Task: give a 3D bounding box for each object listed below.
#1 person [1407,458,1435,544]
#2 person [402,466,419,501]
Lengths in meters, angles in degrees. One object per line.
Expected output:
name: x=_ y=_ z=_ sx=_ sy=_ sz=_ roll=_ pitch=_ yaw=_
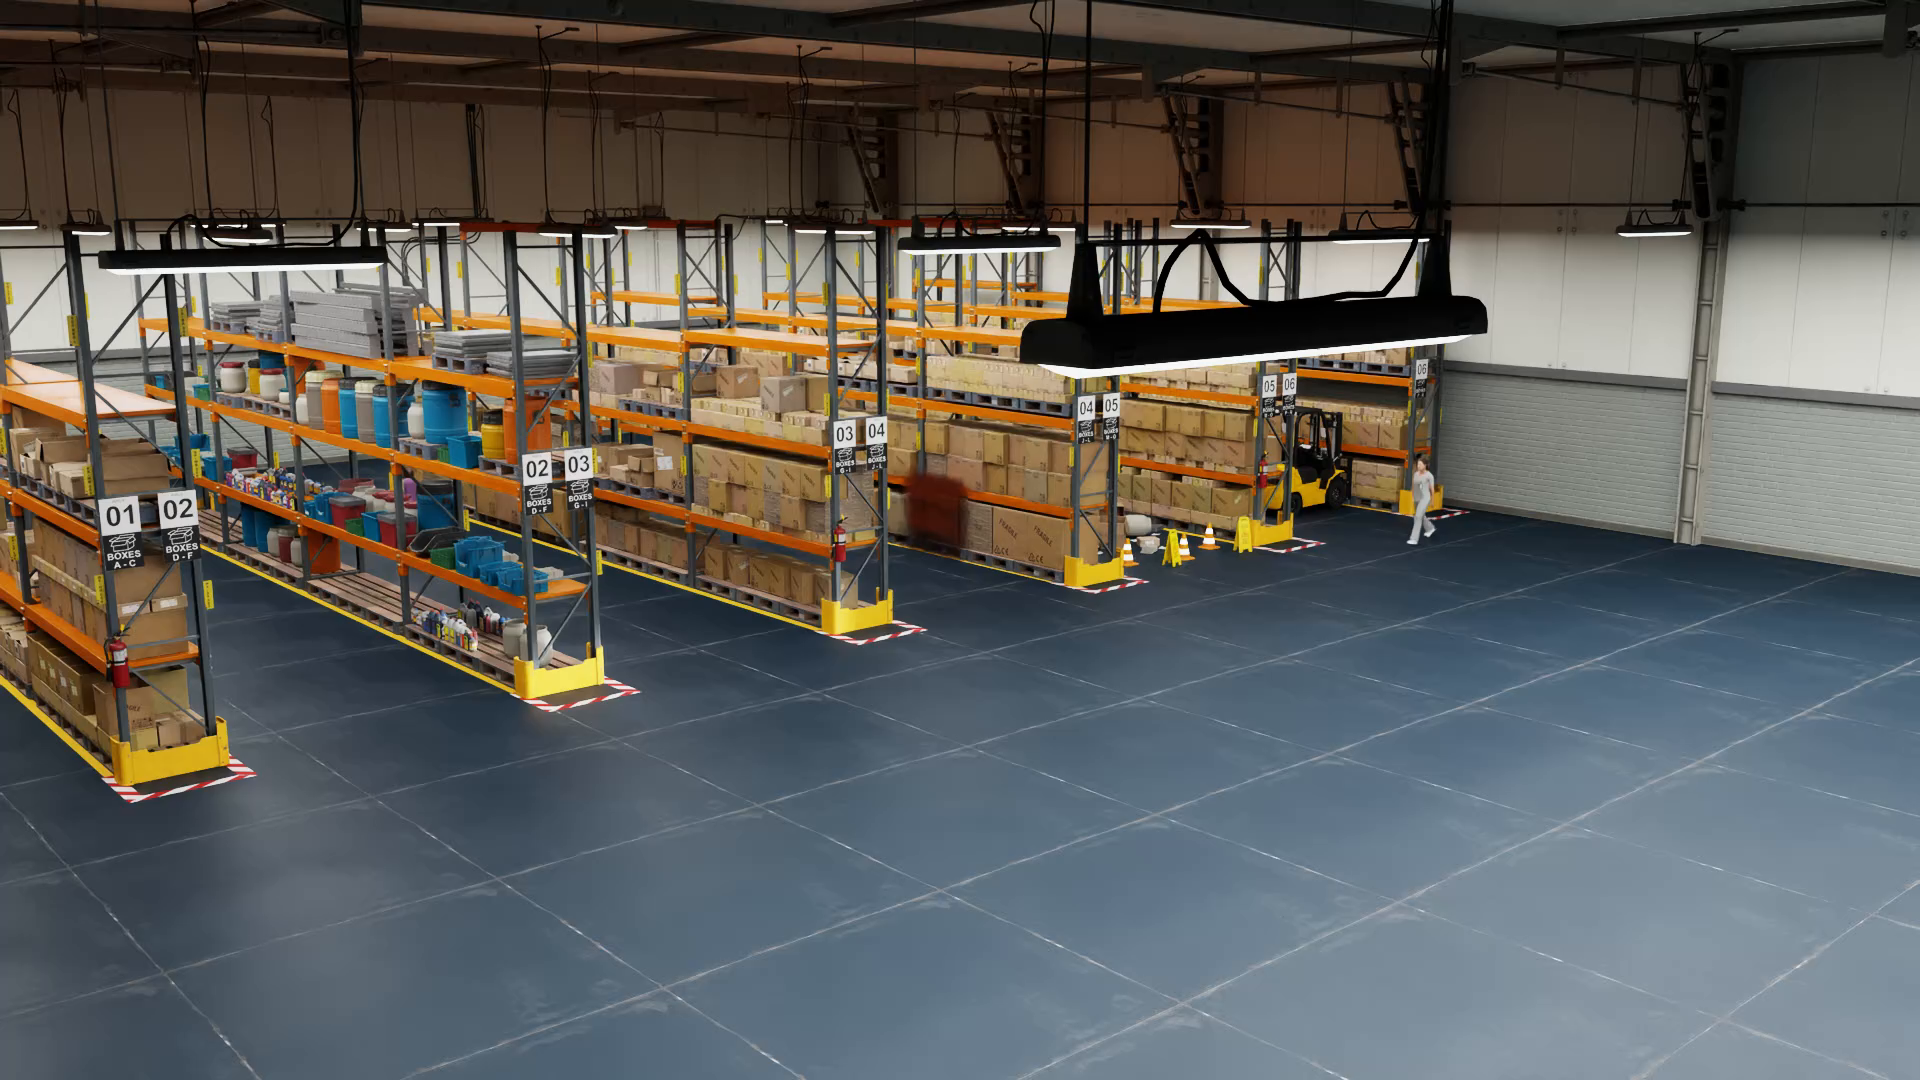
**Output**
person: x=8.772 y=-0.758 z=31.457 sx=1.002 sy=1.629 sz=0.445 roll=-9 pitch=15 yaw=-38
person: x=-10.144 y=-0.560 z=30.568 sx=0.498 sy=1.600 sz=0.355 roll=-10 pitch=15 yaw=-40
